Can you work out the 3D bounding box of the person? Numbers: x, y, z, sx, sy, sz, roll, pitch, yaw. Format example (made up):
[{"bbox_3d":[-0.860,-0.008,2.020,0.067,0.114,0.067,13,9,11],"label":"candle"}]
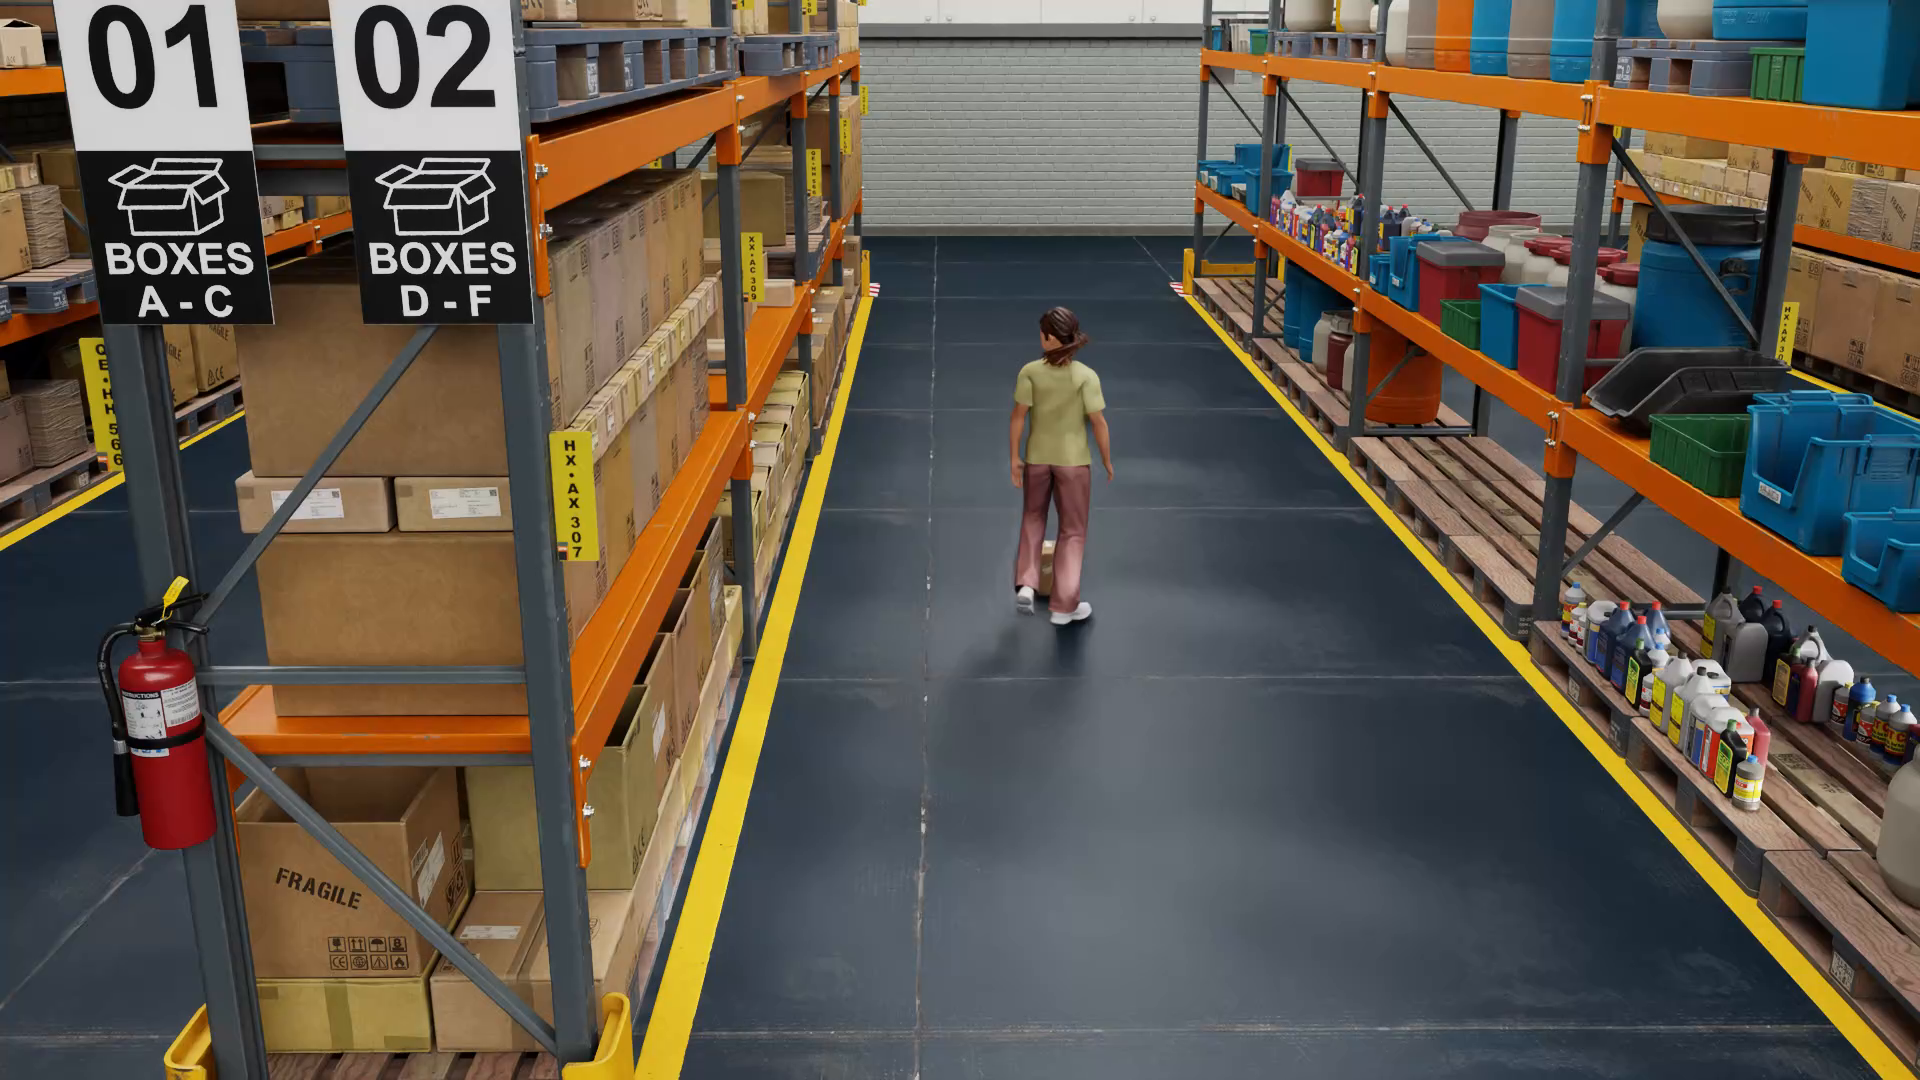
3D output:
[{"bbox_3d":[0.521,-0.377,8.698,0.509,1.686,0.404,7,19,22],"label":"person"}]
